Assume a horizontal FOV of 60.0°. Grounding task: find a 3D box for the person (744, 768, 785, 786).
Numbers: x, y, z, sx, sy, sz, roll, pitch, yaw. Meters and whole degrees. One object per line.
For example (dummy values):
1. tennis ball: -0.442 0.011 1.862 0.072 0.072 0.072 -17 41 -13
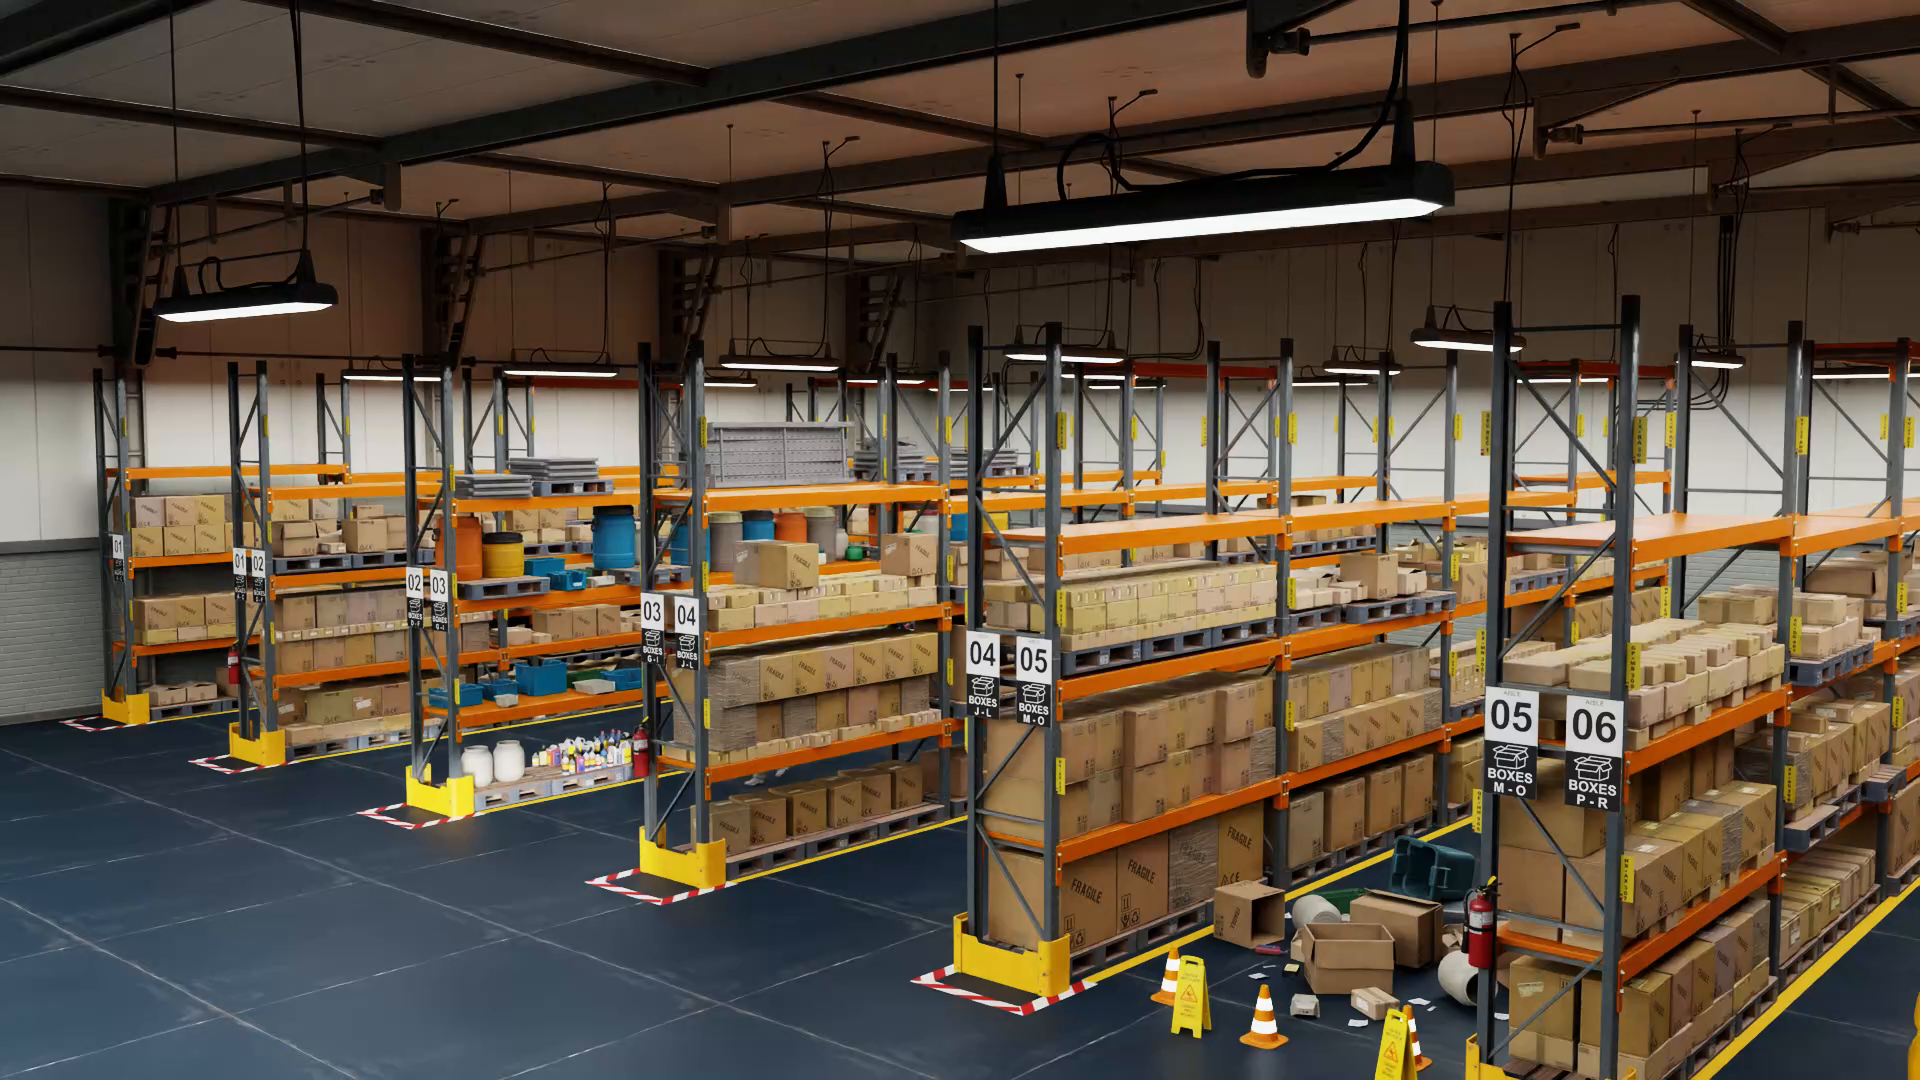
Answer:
1. person: -2.786 2.576 23.481 0.603 1.745 0.593 -2 5 -27
